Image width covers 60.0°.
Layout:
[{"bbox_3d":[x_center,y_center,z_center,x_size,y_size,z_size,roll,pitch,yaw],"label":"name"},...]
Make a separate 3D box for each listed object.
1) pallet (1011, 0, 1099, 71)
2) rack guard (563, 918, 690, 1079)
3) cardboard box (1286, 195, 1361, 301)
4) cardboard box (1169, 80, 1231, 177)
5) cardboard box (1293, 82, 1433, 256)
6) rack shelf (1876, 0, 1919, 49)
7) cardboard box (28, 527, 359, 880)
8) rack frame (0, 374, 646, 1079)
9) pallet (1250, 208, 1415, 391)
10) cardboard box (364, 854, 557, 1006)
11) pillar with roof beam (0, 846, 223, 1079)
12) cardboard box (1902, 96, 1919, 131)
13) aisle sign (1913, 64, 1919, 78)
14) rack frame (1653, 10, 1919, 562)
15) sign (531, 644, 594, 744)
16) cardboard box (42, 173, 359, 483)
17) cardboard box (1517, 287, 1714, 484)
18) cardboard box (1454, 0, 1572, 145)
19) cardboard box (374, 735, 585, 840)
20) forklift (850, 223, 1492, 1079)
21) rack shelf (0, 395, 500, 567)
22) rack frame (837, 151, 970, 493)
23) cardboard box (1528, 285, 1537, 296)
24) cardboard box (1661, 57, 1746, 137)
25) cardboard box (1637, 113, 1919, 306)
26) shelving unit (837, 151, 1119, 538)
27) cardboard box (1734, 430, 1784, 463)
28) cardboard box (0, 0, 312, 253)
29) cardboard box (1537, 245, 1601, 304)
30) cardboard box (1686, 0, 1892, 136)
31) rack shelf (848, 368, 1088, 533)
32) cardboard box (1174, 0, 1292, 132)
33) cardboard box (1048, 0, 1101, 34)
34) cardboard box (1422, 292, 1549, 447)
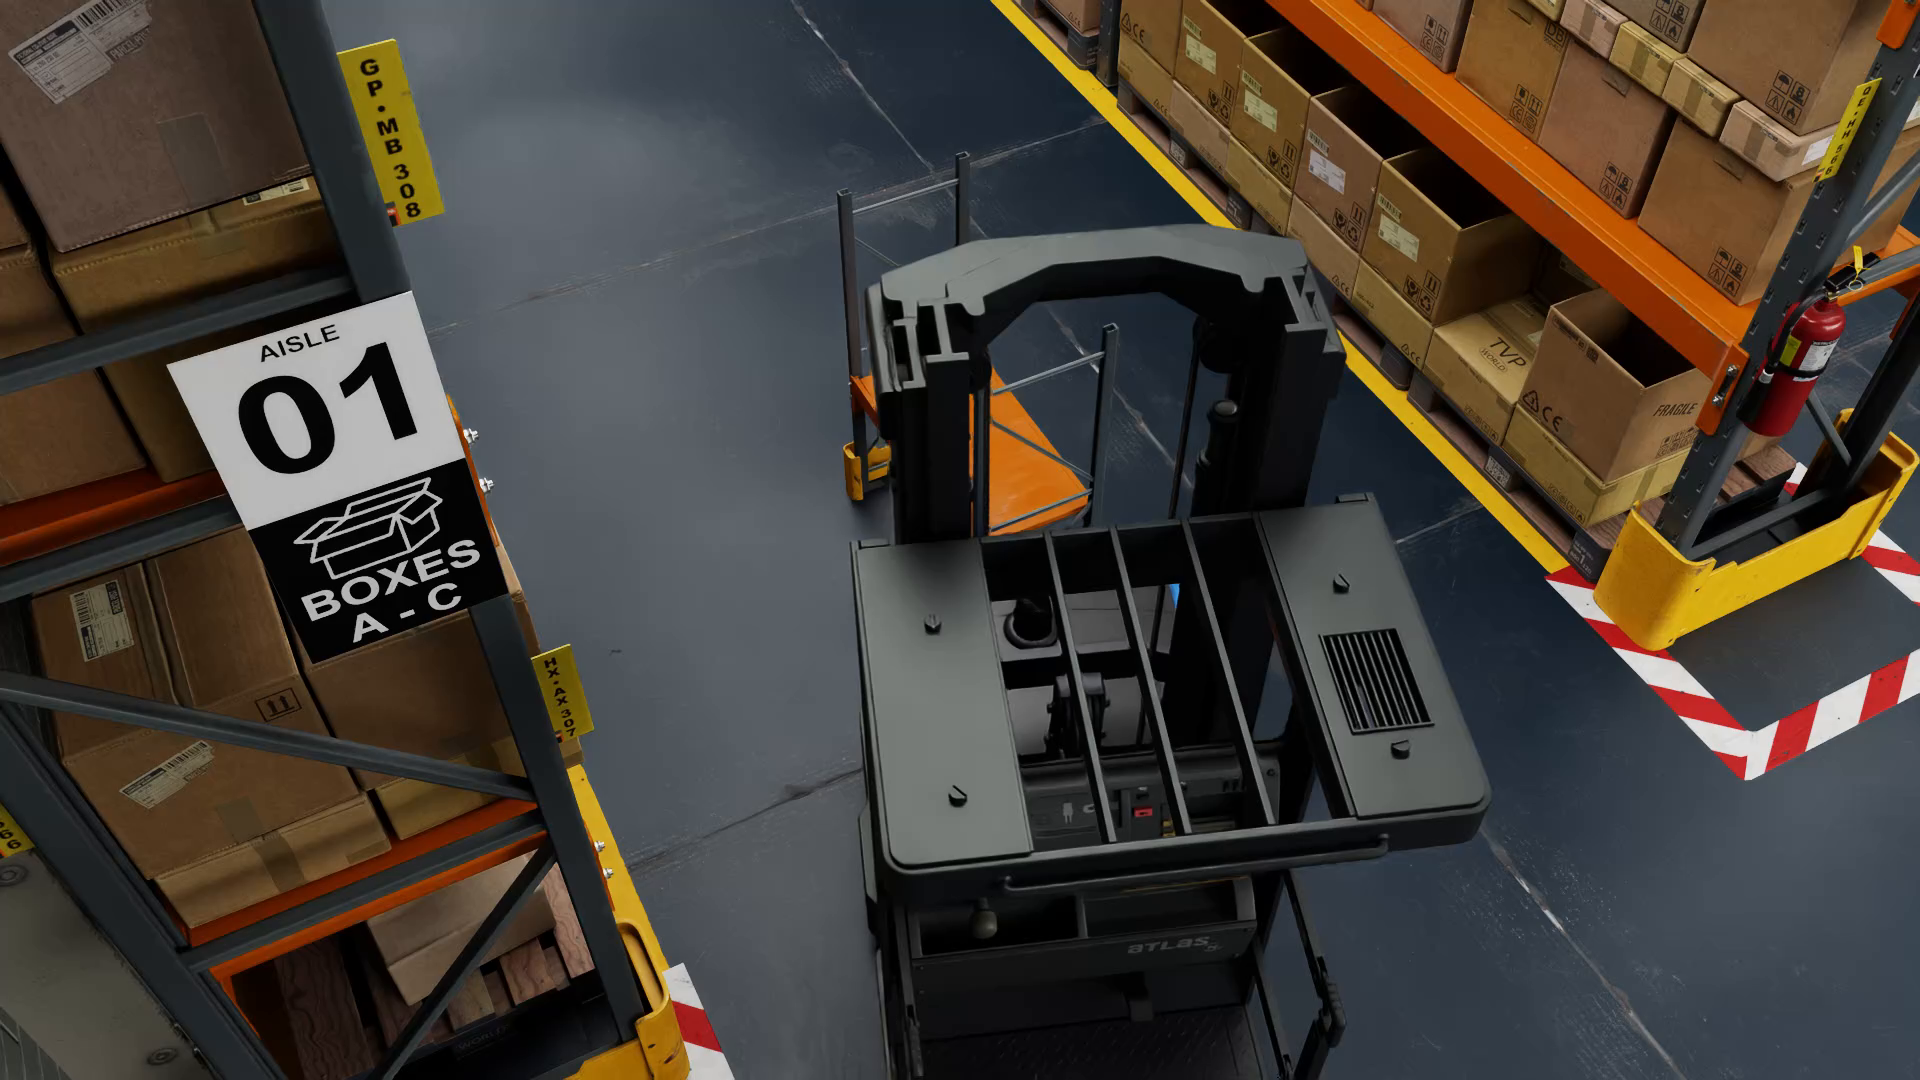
[{"bbox_3d":[0.816,-3.122,9.233,1.003,0.211,1.213,-21,52,-18],"label":"pallet"},{"bbox_3d":[-1.420,1.597,4.913,1.175,0.500,0.348,-21,52,-18],"label":"rack guard"},{"bbox_3d":[1.813,-1.373,7.399,0.500,0.250,0.500,-21,52,-18],"label":"cardboard box"},{"bbox_3d":[1.355,-2.042,7.984,0.500,0.250,0.500,-21,52,-18],"label":"cardboard box"},{"bbox_3d":[1.810,-1.619,7.115,0.500,0.500,0.500,-21,52,-18],"label":"cardboard box"},{"bbox_3d":[2.103,-2.973,5.735,1.077,0.370,4.000,-21,52,-18],"label":"rack shelf"},{"bbox_3d":[-1.790,0.379,3.907,0.500,0.500,0.500,-22,52,-18],"label":"cardboard box"},{"bbox_3d":[-1.385,0.825,3.928,1.000,3.000,0.127,-21,52,-18],"label":"rack frame"},{"bbox_3d":[2.077,-1.278,7.620,1.003,0.211,1.213,-21,52,-18],"label":"pallet"},{"bbox_3d":[-1.621,1.072,5.207,0.500,0.311,0.500,-27,54,-21],"label":"cardboard box"},{"bbox_3d":[1.354,-2.803,3.116,9.100,9.000,0.400,-21,52,-18],"label":"pillar with roof beam"},{"bbox_3d":[3.030,-1.467,5.435,0.380,0.149,0.250,-22,52,-18],"label":"cardboard box"},{"bbox_3d":[2.787,-1.594,4.317,0.394,0.787,0.004,-21,52,-18],"label":"aisle sign"},{"bbox_3d":[3.018,-0.883,5.422,1.000,3.000,0.127,-21,52,-18],"label":"rack frame"},{"bbox_3d":[-0.902,0.353,3.766,0.100,0.325,0.005,-21,52,-18],"label":"sign"},{"bbox_3d":[-1.316,-0.512,3.025,0.500,0.500,0.500,-20,52,-17],"label":"cardboard box"},{"bbox_3d":[2.508,-0.620,6.241,0.500,0.500,0.500,-21,52,-18],"label":"cardboard box"},{"bbox_3d":[2.349,-1.917,6.260,0.700,0.500,0.500,-21,52,-17],"label":"cardboard box"},{"bbox_3d":[-1.326,0.432,4.358,0.500,0.250,0.500,-23,53,-19],"label":"cardboard box"},{"bbox_3d":[0.354,0.855,3.947,1.130,2.935,3.031,-5,49,-5],"label":"forklift"},{"bbox_3d":[-2.300,-1.264,4.240,1.077,0.370,4.000,-21,52,-18],"label":"rack shelf"},{"bbox_3d":[-0.194,-0.777,6.326,0.500,1.500,0.032,-21,52,-18],"label":"rack frame"},{"bbox_3d":[2.510,-1.220,7.265,0.500,0.250,0.500,-21,52,-18],"label":"cardboard box"},{"bbox_3d":[2.553,-1.495,5.460,0.380,0.149,0.250,-20,52,-17],"label":"cardboard box"},{"bbox_3d":[2.816,-1.233,5.662,0.700,0.500,0.500,-21,52,-18],"label":"cardboard box"},{"bbox_3d":[0.035,-0.443,6.033,0.587,1.500,1.083,-21,52,-18],"label":"shelving unit"},{"bbox_3d":[2.970,-0.552,6.680,0.500,0.250,0.500,-21,52,-18],"label":"cardboard box"},{"bbox_3d":[-1.345,-0.872,2.676,0.500,0.500,0.500,-25,53,-20],"label":"cardboard box"},{"bbox_3d":[2.740,-1.133,6.690,0.500,0.500,0.500,-21,52,-18],"label":"cardboard box"},{"bbox_3d":[2.792,-1.696,5.205,0.700,0.500,0.500,-21,52,-17],"label":"cardboard box"},{"bbox_3d":[0.039,-0.318,6.164,0.538,0.185,1.000,-21,52,-18],"label":"rack shelf"},{"bbox_3d":[1.357,-2.290,7.703,0.500,0.500,0.500,-21,52,-18],"label":"cardboard box"},{"bbox_3d":[0.740,-2.971,8.796,0.500,0.250,0.500,-22,52,-18],"label":"cardboard box"},{"bbox_3d":[2.270,-0.704,6.813,0.500,0.250,0.500,-21,52,-18],"label":"cardboard box"}]
